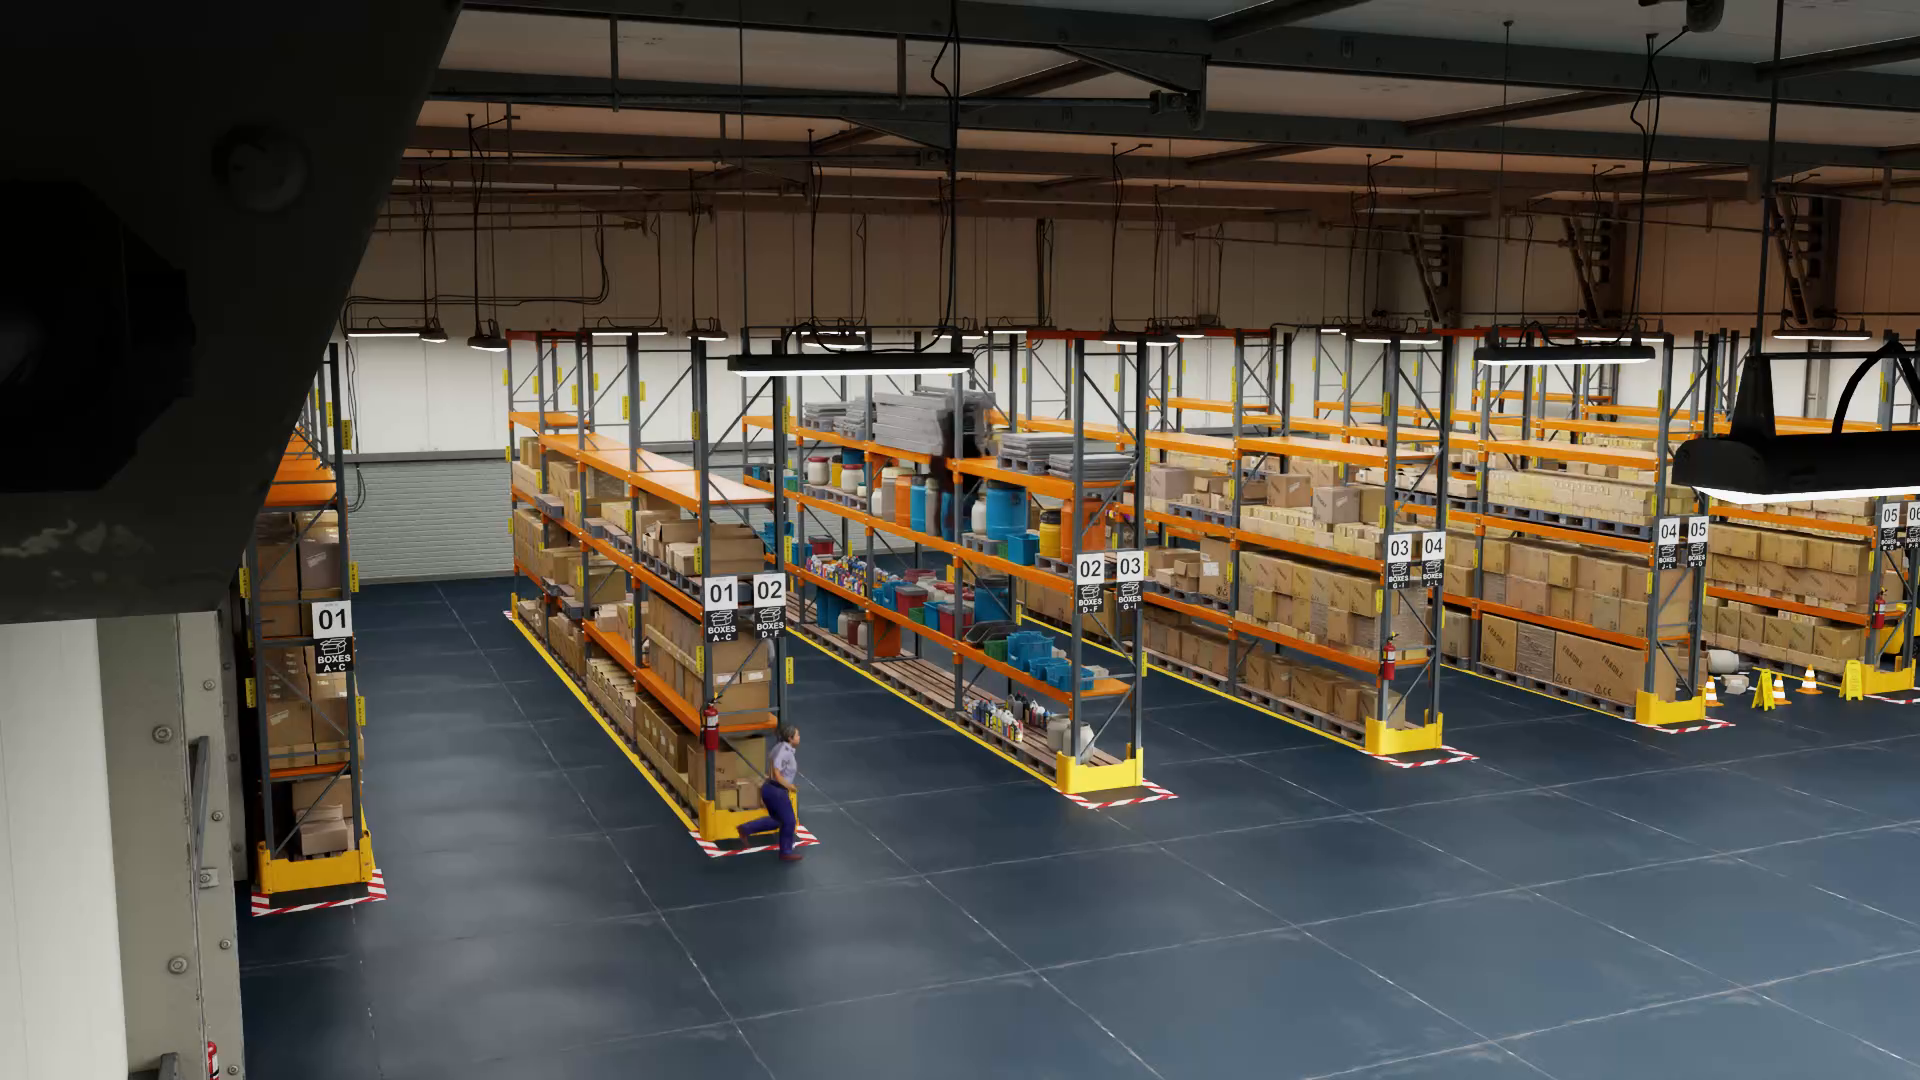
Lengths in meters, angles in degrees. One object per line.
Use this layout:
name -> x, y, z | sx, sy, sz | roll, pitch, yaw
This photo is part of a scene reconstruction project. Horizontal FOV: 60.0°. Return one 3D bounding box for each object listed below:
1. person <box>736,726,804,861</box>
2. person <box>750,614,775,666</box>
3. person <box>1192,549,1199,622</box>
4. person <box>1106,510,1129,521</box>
person -> -2.205, 2.948, 19.235 | 0.765, 1.618, 0.590 | 0, 8, -3
person -> -3.287, 1.649, 27.587 | 0.658, 1.563, 0.990 | -8, 11, -44
person -> 4.625, 1.020, 32.951 | 0.563, 1.717, 0.687 | -4, 9, -30
person -> 3.943, -0.194, 41.760 | 0.700, 1.816, 0.709 | 3, 8, 23
